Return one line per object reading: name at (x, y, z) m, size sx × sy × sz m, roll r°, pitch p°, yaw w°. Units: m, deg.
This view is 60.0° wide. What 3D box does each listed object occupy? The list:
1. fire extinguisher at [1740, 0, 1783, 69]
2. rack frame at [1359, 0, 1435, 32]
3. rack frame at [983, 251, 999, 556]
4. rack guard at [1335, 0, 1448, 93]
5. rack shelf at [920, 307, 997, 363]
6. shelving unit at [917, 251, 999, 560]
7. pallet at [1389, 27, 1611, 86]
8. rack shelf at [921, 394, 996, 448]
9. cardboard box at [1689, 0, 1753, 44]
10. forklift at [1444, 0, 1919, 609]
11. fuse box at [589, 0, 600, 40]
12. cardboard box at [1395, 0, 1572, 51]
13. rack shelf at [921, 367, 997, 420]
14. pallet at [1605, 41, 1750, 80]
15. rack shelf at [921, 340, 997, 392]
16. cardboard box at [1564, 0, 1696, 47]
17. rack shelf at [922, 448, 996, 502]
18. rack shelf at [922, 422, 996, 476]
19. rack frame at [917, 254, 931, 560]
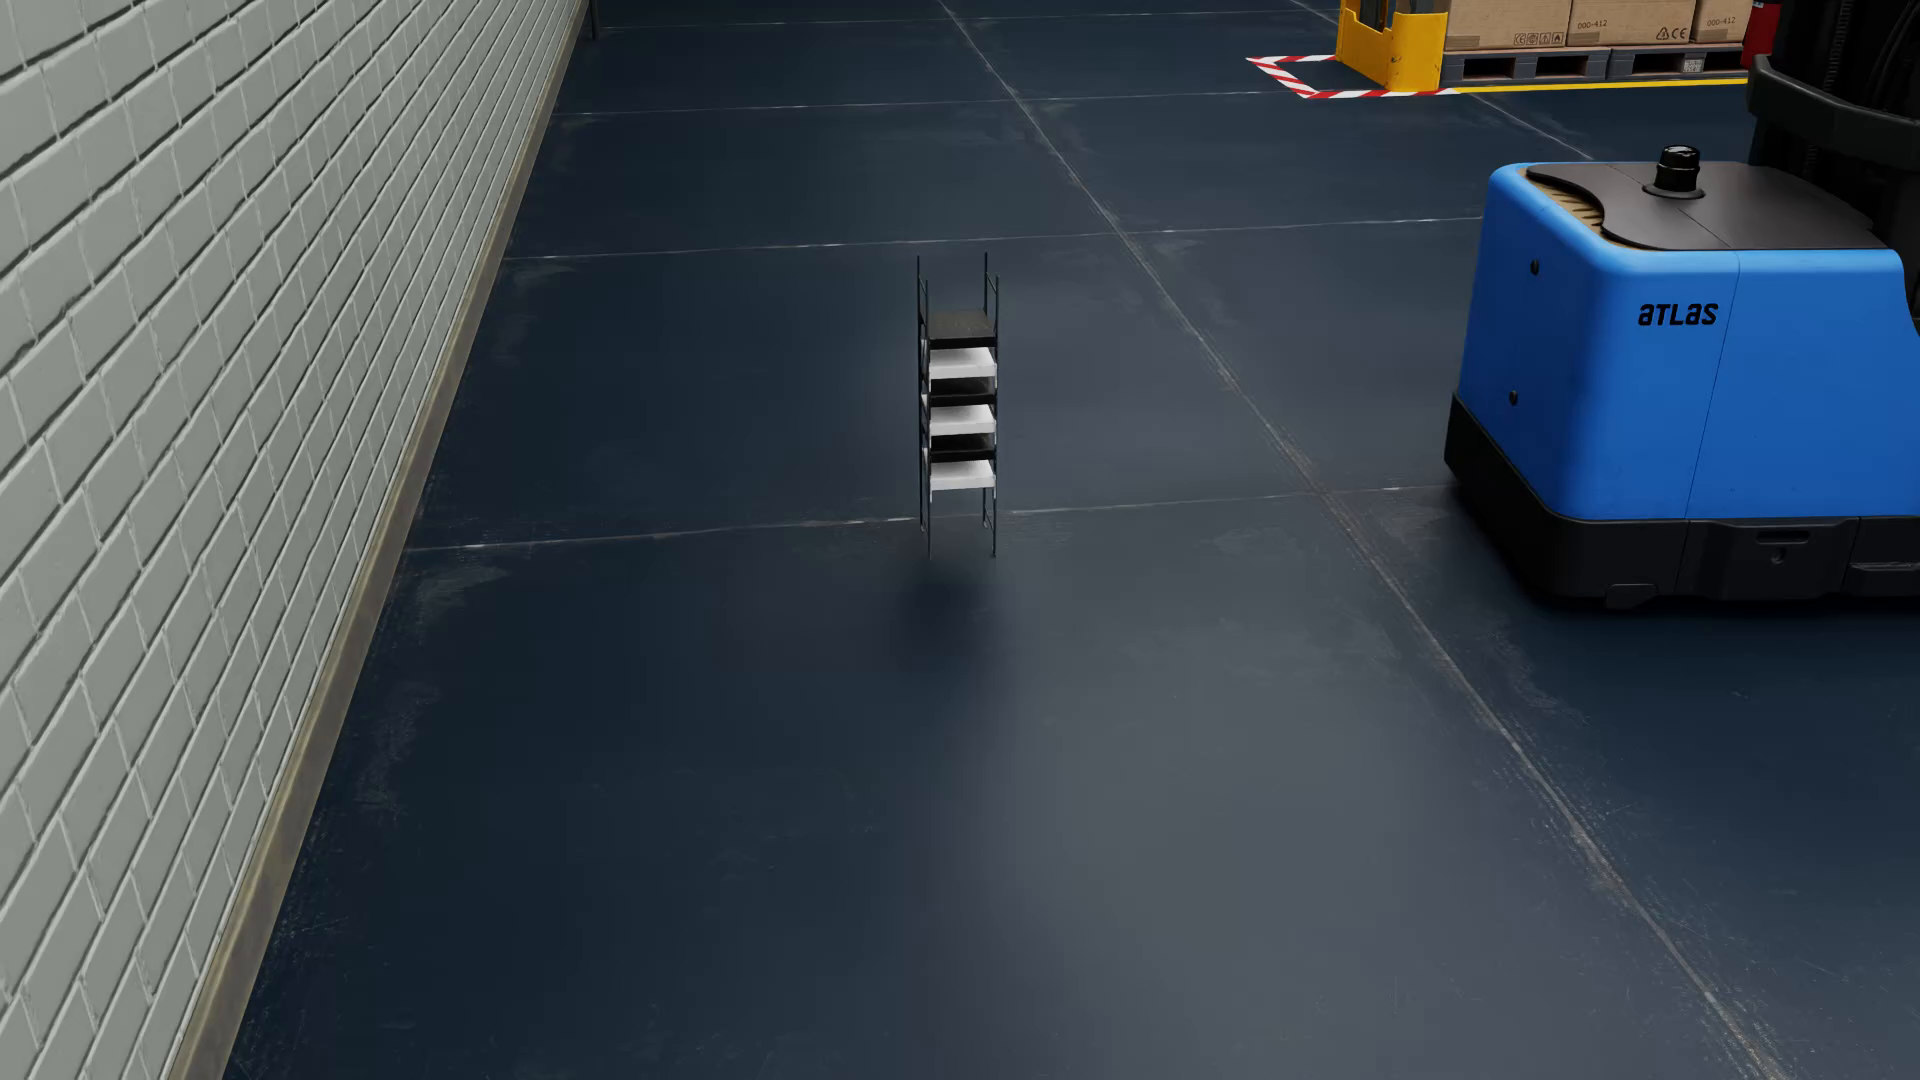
fire extinguisher at (3.454, -2.339, 7.017) m, size 0.183 × 0.674 × 0.296 m, roll -4°, pitch 27°, yaw -7°
rack frame at (2.978, -4.578, 10.887) m, size 0.127 × 3.000 × 1.000 m, roll -4°, pitch 27°, yaw -7°
rack frame at (0.093, -0.406, 5.056) m, size 0.006 × 0.900 × 0.240 m, roll -4°, pitch 27°, yaw -7°
rack guard at (2.954, -3.465, 11.455) m, size 0.348 × 0.500 × 1.175 m, roll -4°, pitch 27°, yaw -7°
rack shelf at (-0.008, -0.610, 4.936) m, size 0.200 × 0.077 × 0.258 m, roll -4°, pitch 27°, yaw -7°
shelving unit at (-0.008, -0.400, 5.044) m, size 0.210 × 0.900 × 0.258 m, roll -4°, pitch 27°, yaw -7°
pallet at (3.759, -3.424, 11.692) m, size 1.213 × 0.211 × 1.003 m, roll -4°, pitch 27°, yaw -7°
rack shelf at (-0.008, -0.370, 5.059) m, size 0.200 × 0.077 × 0.258 m, roll -4°, pitch 27°, yaw -7°
cardboard box at (5.416, -3.831, 11.777) m, size 0.875 × 0.438 × 0.875 m, roll -4°, pitch 27°, yaw -9°
forklift at (3.164, -1.339, 4.649) m, size 3.031 × 2.935 × 1.130 m, roll -1°, pitch 27°, yaw -2°
fuse box at (-2.751, -4.595, 12.331) m, size 0.414 × 1.711 × 0.539 m, roll -4°, pitch 27°, yaw -7°
cardboard box at (3.618, -3.712, 11.546) m, size 0.875 × 0.438 × 0.875 m, roll -5°, pitch 28°, yaw -9°
rack shelf at (-0.008, -0.450, 5.018) m, size 0.200 × 0.077 × 0.258 m, roll -4°, pitch 27°, yaw -7°
pallet at (4.964, -3.500, 11.840) m, size 1.213 × 0.211 × 1.003 m, roll -4°, pitch 27°, yaw -7°
rack shelf at (-0.008, -0.530, 4.977) m, size 0.200 × 0.077 × 0.258 m, roll -4°, pitch 27°, yaw -7°
cardboard box at (4.523, -3.774, 11.667) m, size 0.875 × 0.438 × 0.875 m, roll -3°, pitch 27°, yaw -6°
rack shelf at (-0.008, -0.210, 5.141) m, size 0.200 × 0.077 × 0.258 m, roll -4°, pitch 27°, yaw -7°
rack shelf at (-0.008, -0.290, 5.100) m, size 0.200 × 0.077 × 0.258 m, roll -4°, pitch 27°, yaw -7°
rack frame at (-0.109, -0.393, 5.031) m, size 0.006 × 0.900 × 0.240 m, roll -4°, pitch 27°, yaw -7°
